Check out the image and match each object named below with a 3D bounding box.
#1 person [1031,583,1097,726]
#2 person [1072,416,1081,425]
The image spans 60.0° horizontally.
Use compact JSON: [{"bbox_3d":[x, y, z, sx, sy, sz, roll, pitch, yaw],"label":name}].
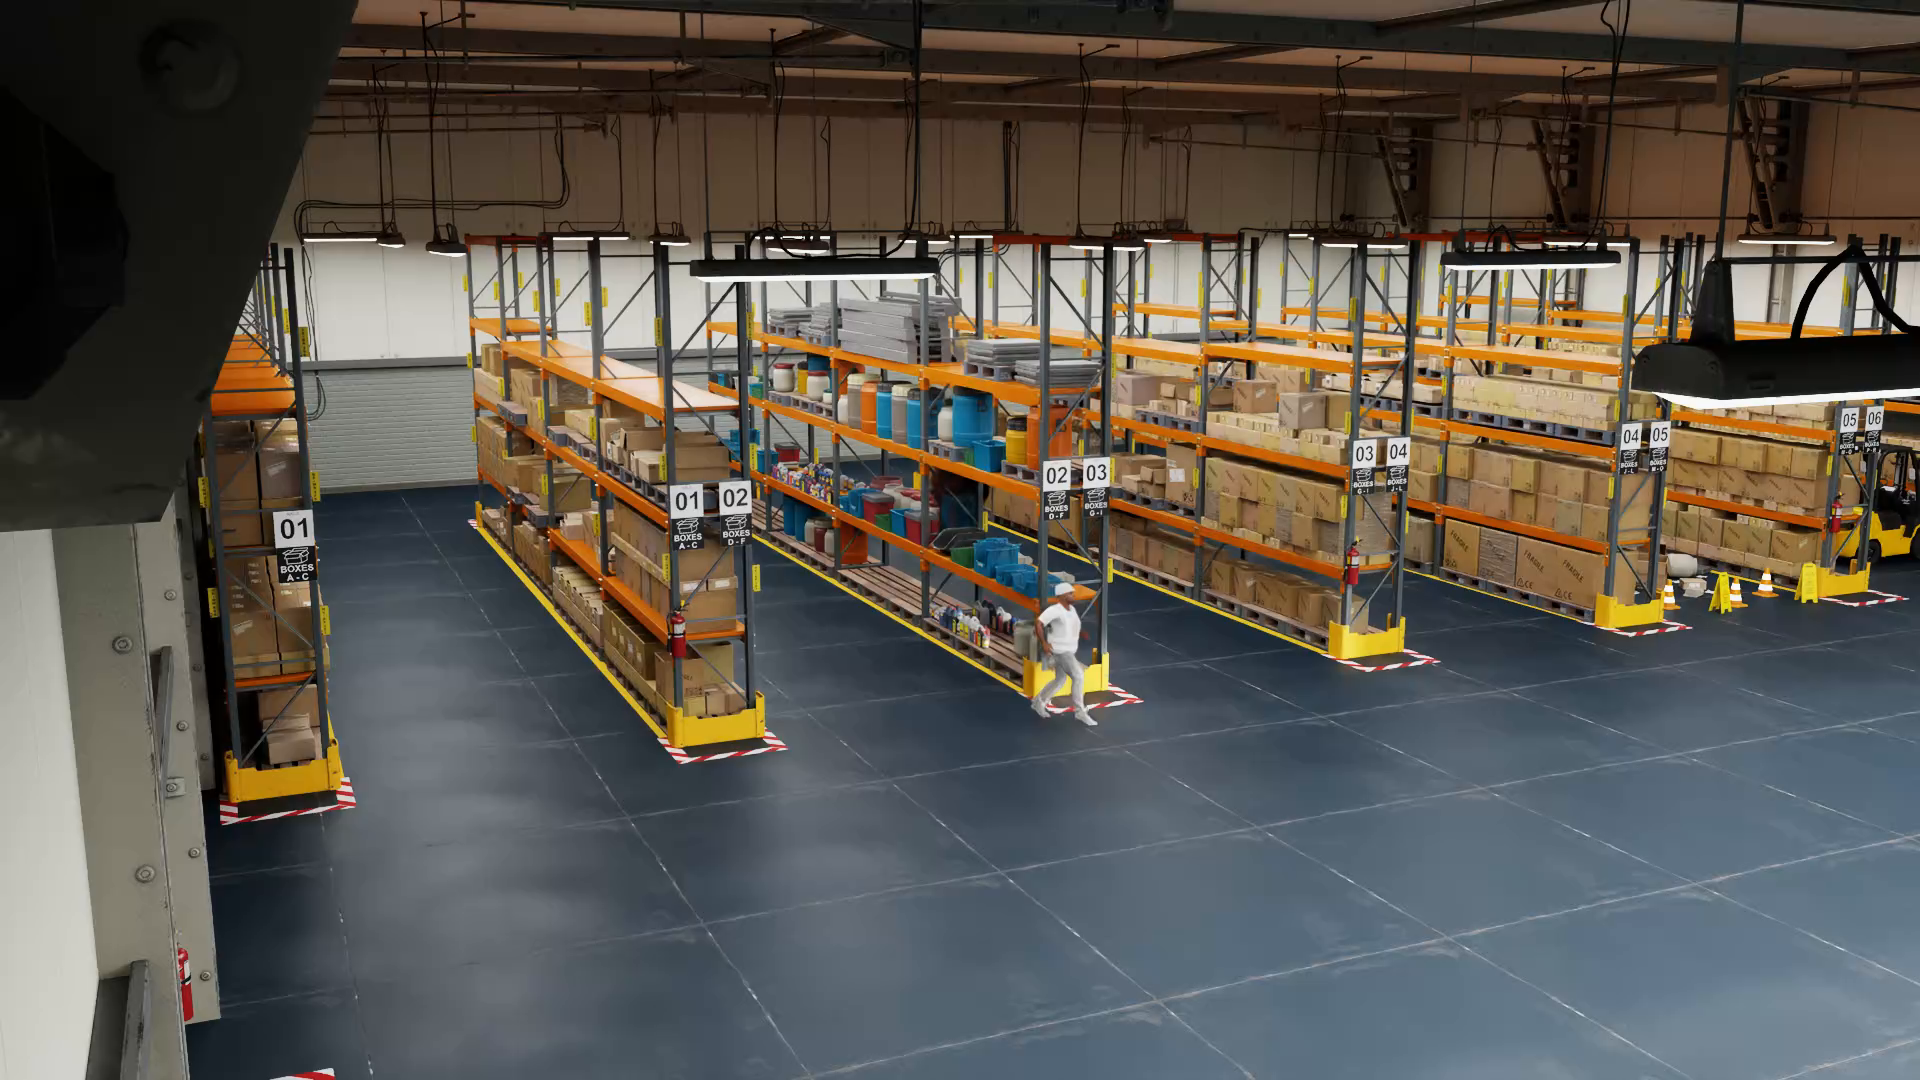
[{"bbox_3d":[1.373,1.421,21.125,0.900,1.756,0.724,4,12,20],"label":"person"},{"bbox_3d":[2.661,-2.384,41.262,0.779,1.625,0.711,-5,12,-22],"label":"person"}]
